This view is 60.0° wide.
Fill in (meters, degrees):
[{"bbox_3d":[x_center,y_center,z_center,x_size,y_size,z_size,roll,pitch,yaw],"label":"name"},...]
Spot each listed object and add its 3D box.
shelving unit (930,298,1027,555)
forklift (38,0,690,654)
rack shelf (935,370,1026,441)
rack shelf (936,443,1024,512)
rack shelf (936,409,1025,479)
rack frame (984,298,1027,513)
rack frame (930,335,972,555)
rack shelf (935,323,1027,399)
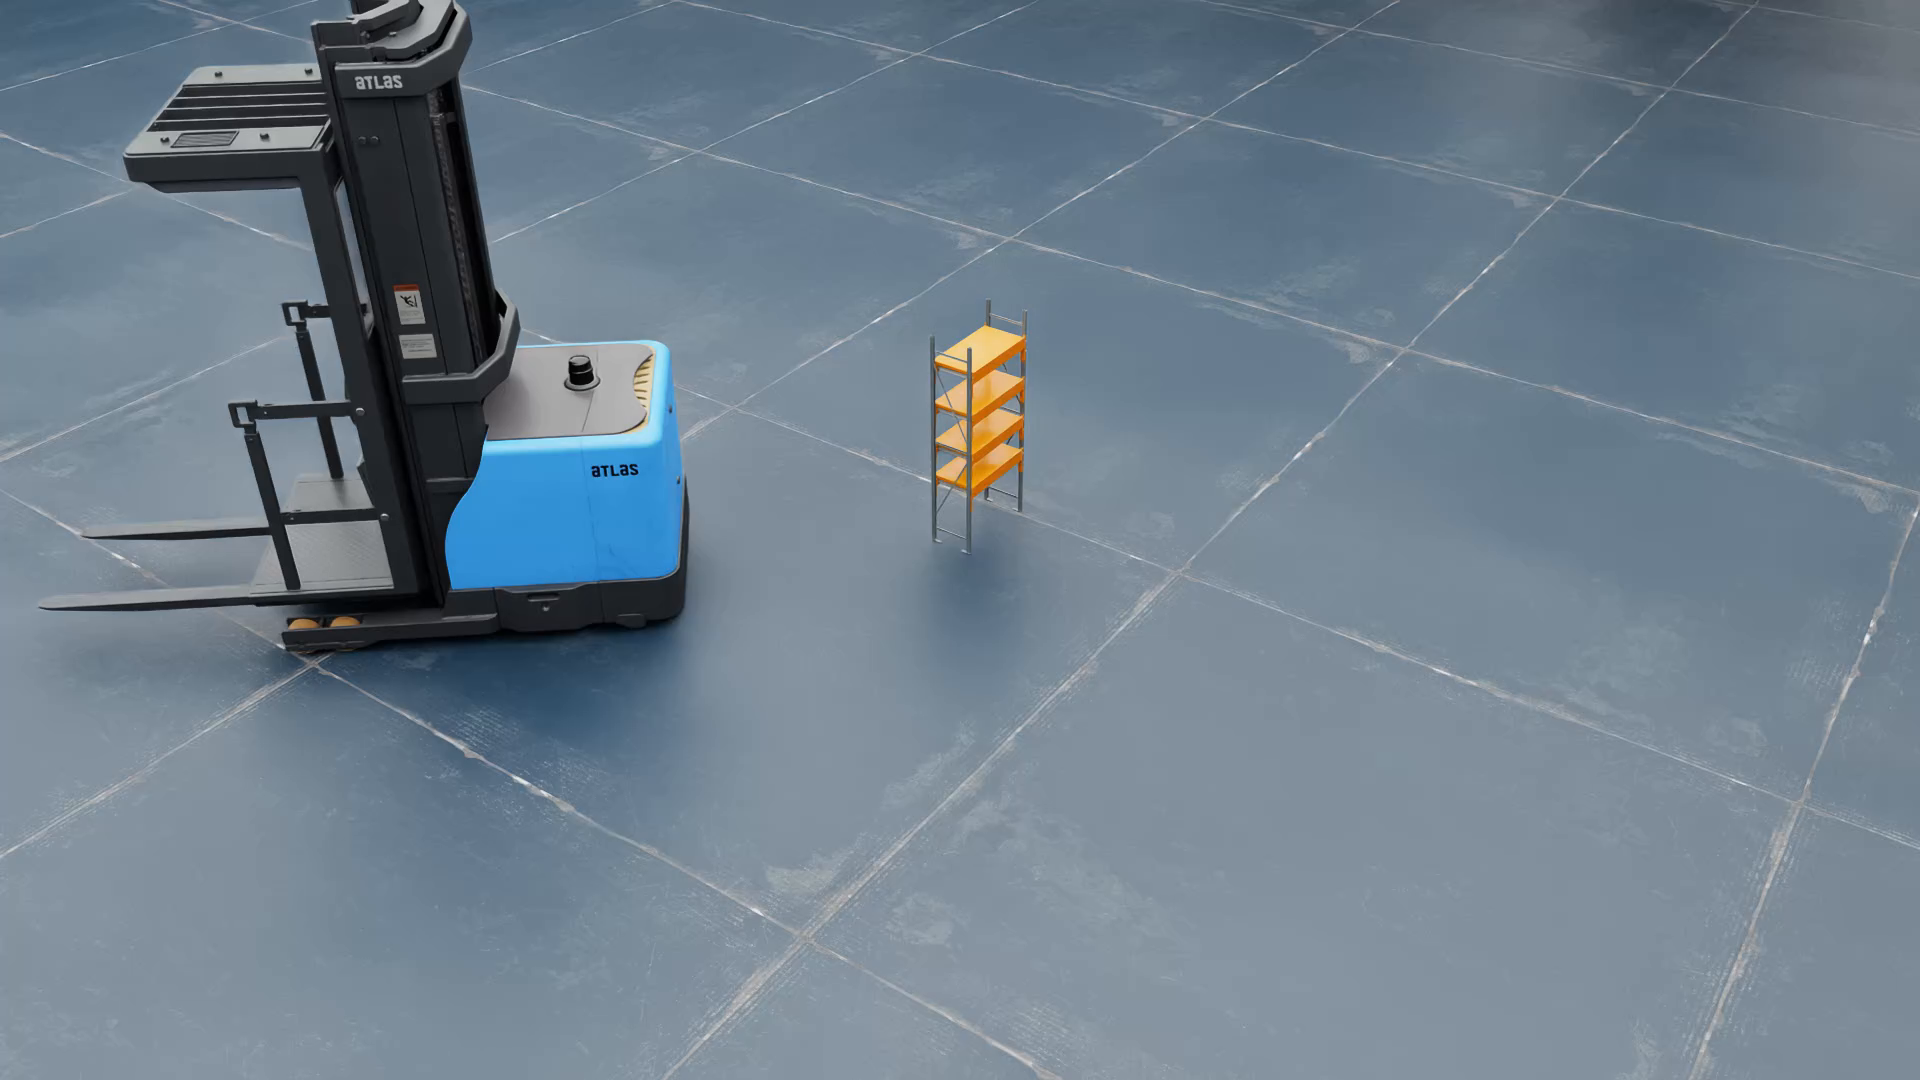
[{"bbox_3d":[0.094,-0.573,8.527,0.258,1.200,0.503,21,39,28],"label":"shelving unit"},{"bbox_3d":[-2.901,-0.983,7.587,3.031,2.935,1.130,-3,34,-5],"label":"forklift"},{"bbox_3d":[0.094,-0.703,8.439,0.258,0.148,0.480,21,39,28],"label":"rack shelf"},{"bbox_3d":[0.094,-0.353,8.675,0.258,0.148,0.480,21,39,28],"label":"rack shelf"},{"bbox_3d":[0.094,-0.517,8.564,0.258,0.148,0.480,21,39,28],"label":"rack shelf"},{"bbox_3d":[0.234,-0.685,8.693,0.240,1.200,0.015,21,39,28],"label":"rack frame"},{"bbox_3d":[-0.045,-0.461,8.360,0.240,1.200,0.015,21,39,28],"label":"rack frame"},{"bbox_3d":[0.094,-0.899,8.306,0.258,0.148,0.480,21,39,28],"label":"rack shelf"}]
